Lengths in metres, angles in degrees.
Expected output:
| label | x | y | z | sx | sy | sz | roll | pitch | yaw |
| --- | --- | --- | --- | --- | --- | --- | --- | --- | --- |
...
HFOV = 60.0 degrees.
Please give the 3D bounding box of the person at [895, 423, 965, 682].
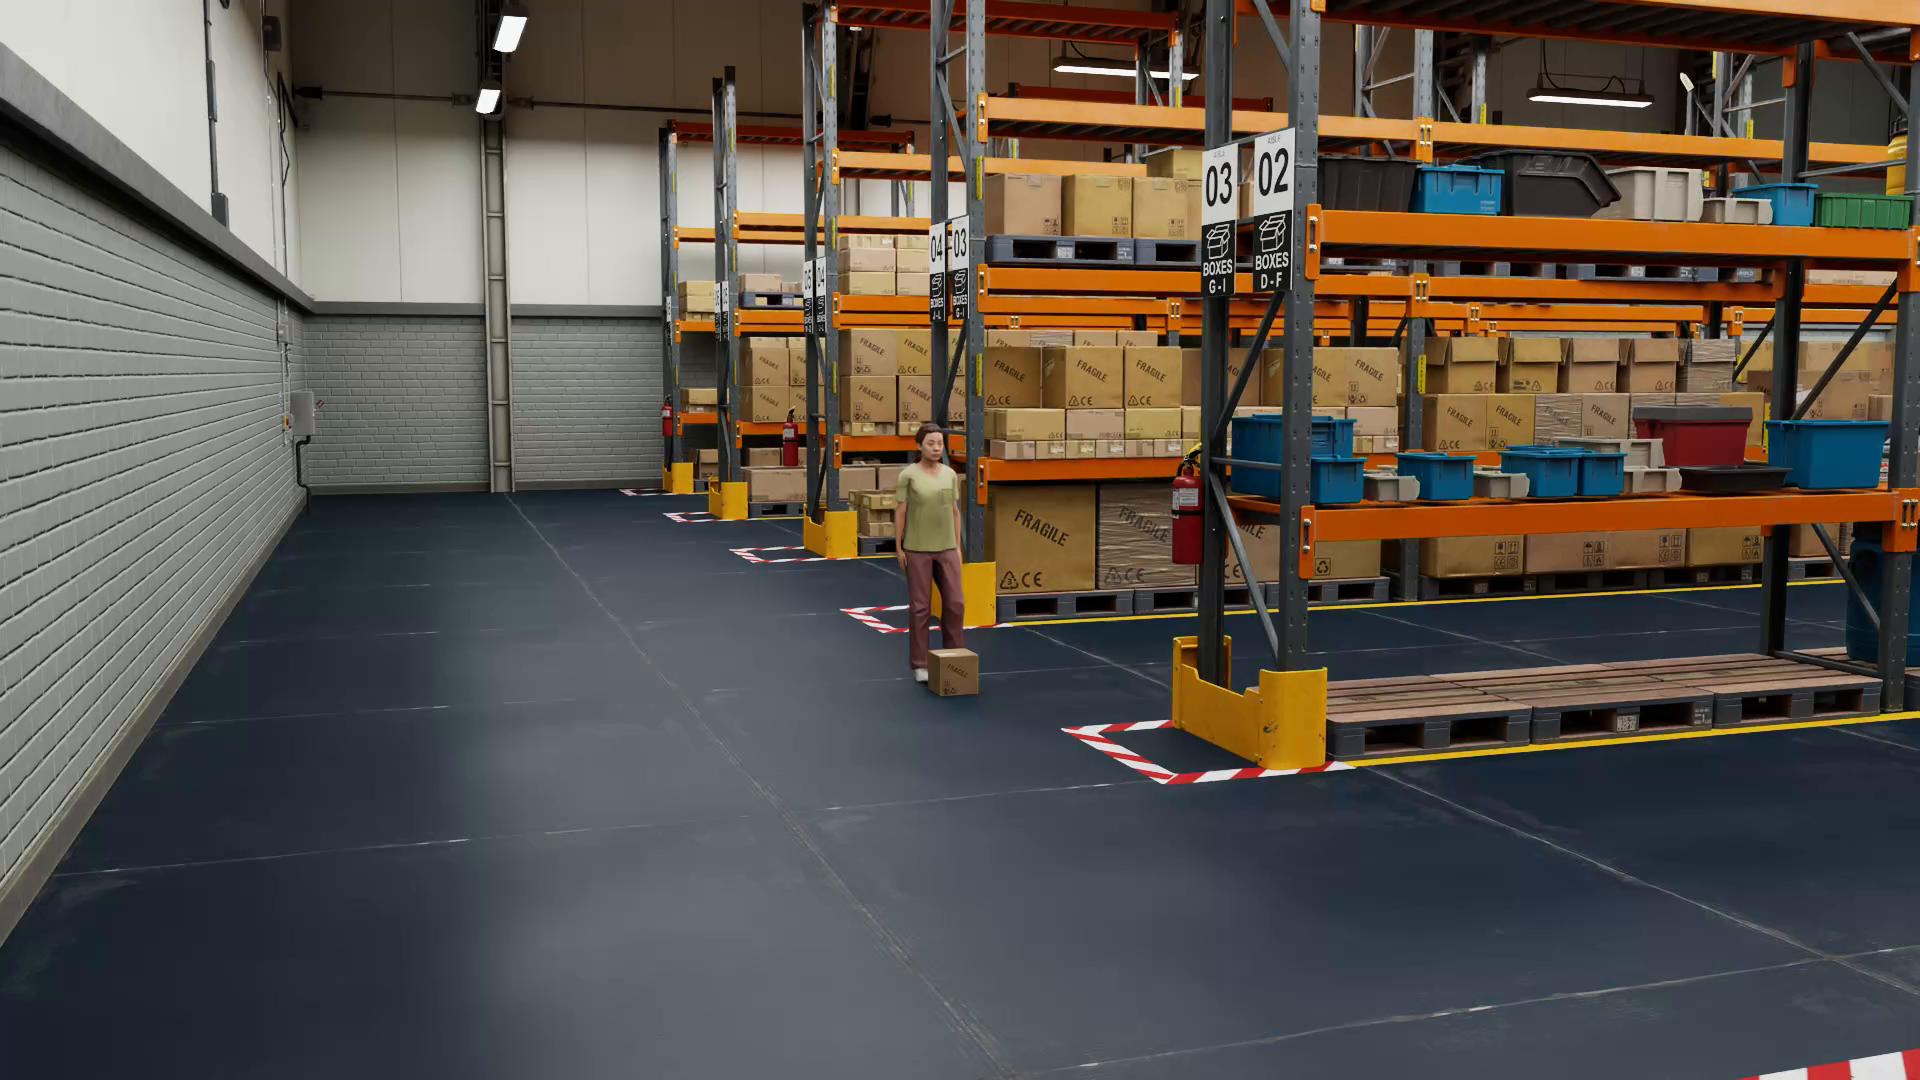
| label | x | y | z | sx | sy | sz | roll | pitch | yaw |
| --- | --- | --- | --- | --- | --- | --- | --- | --- | --- |
| person | -0.189 | 0.097 | 10.779 | 0.455 | 1.707 | 0.413 | -2 | 6 | -19 |
